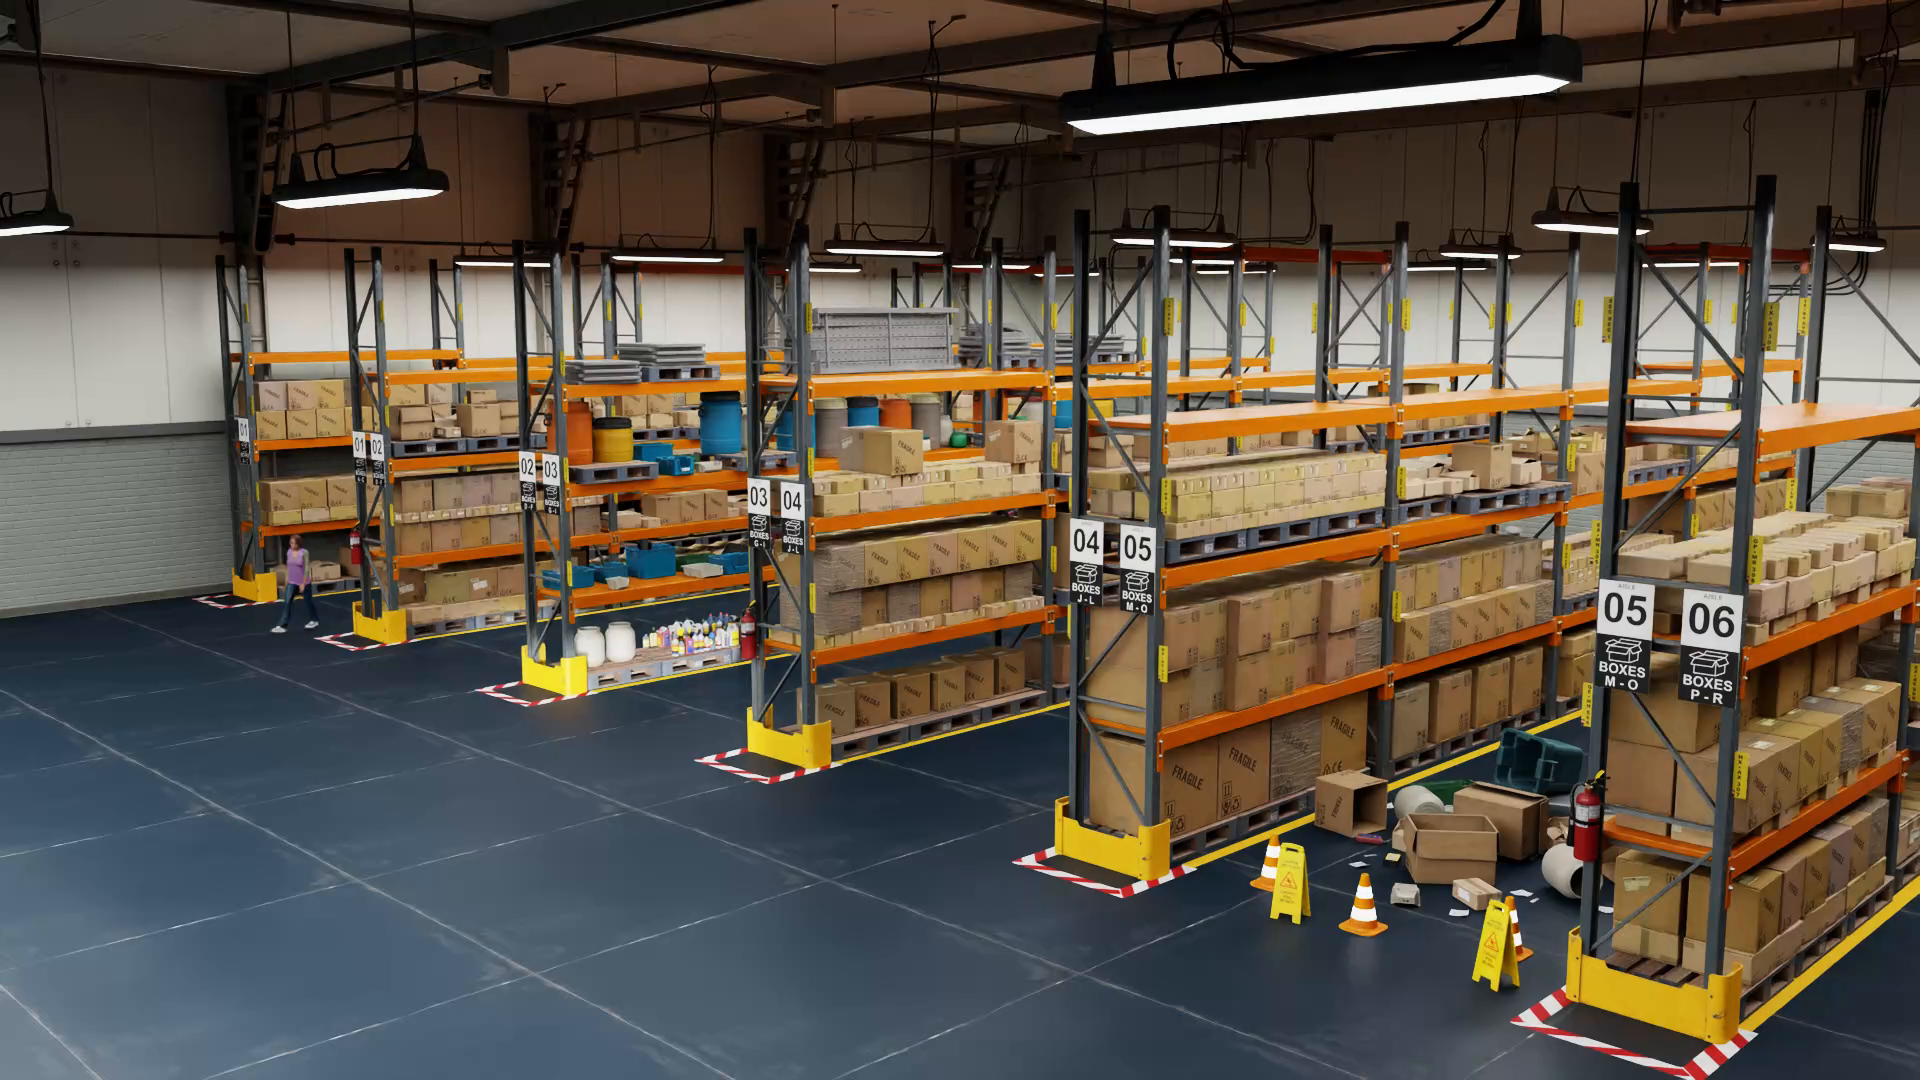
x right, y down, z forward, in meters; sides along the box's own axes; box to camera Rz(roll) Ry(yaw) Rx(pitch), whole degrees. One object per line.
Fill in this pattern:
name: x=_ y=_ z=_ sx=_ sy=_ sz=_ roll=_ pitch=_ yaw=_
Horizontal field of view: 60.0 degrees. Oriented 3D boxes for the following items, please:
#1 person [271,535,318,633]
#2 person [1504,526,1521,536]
person: x=-10.464 y=0.682 z=26.183 sx=0.469 sy=1.536 sz=0.966 roll=0 pitch=8 yaw=2
person: x=8.458 y=0.680 z=25.584 sx=0.587 sy=1.752 sz=0.481 roll=1 pitch=8 yaw=8
